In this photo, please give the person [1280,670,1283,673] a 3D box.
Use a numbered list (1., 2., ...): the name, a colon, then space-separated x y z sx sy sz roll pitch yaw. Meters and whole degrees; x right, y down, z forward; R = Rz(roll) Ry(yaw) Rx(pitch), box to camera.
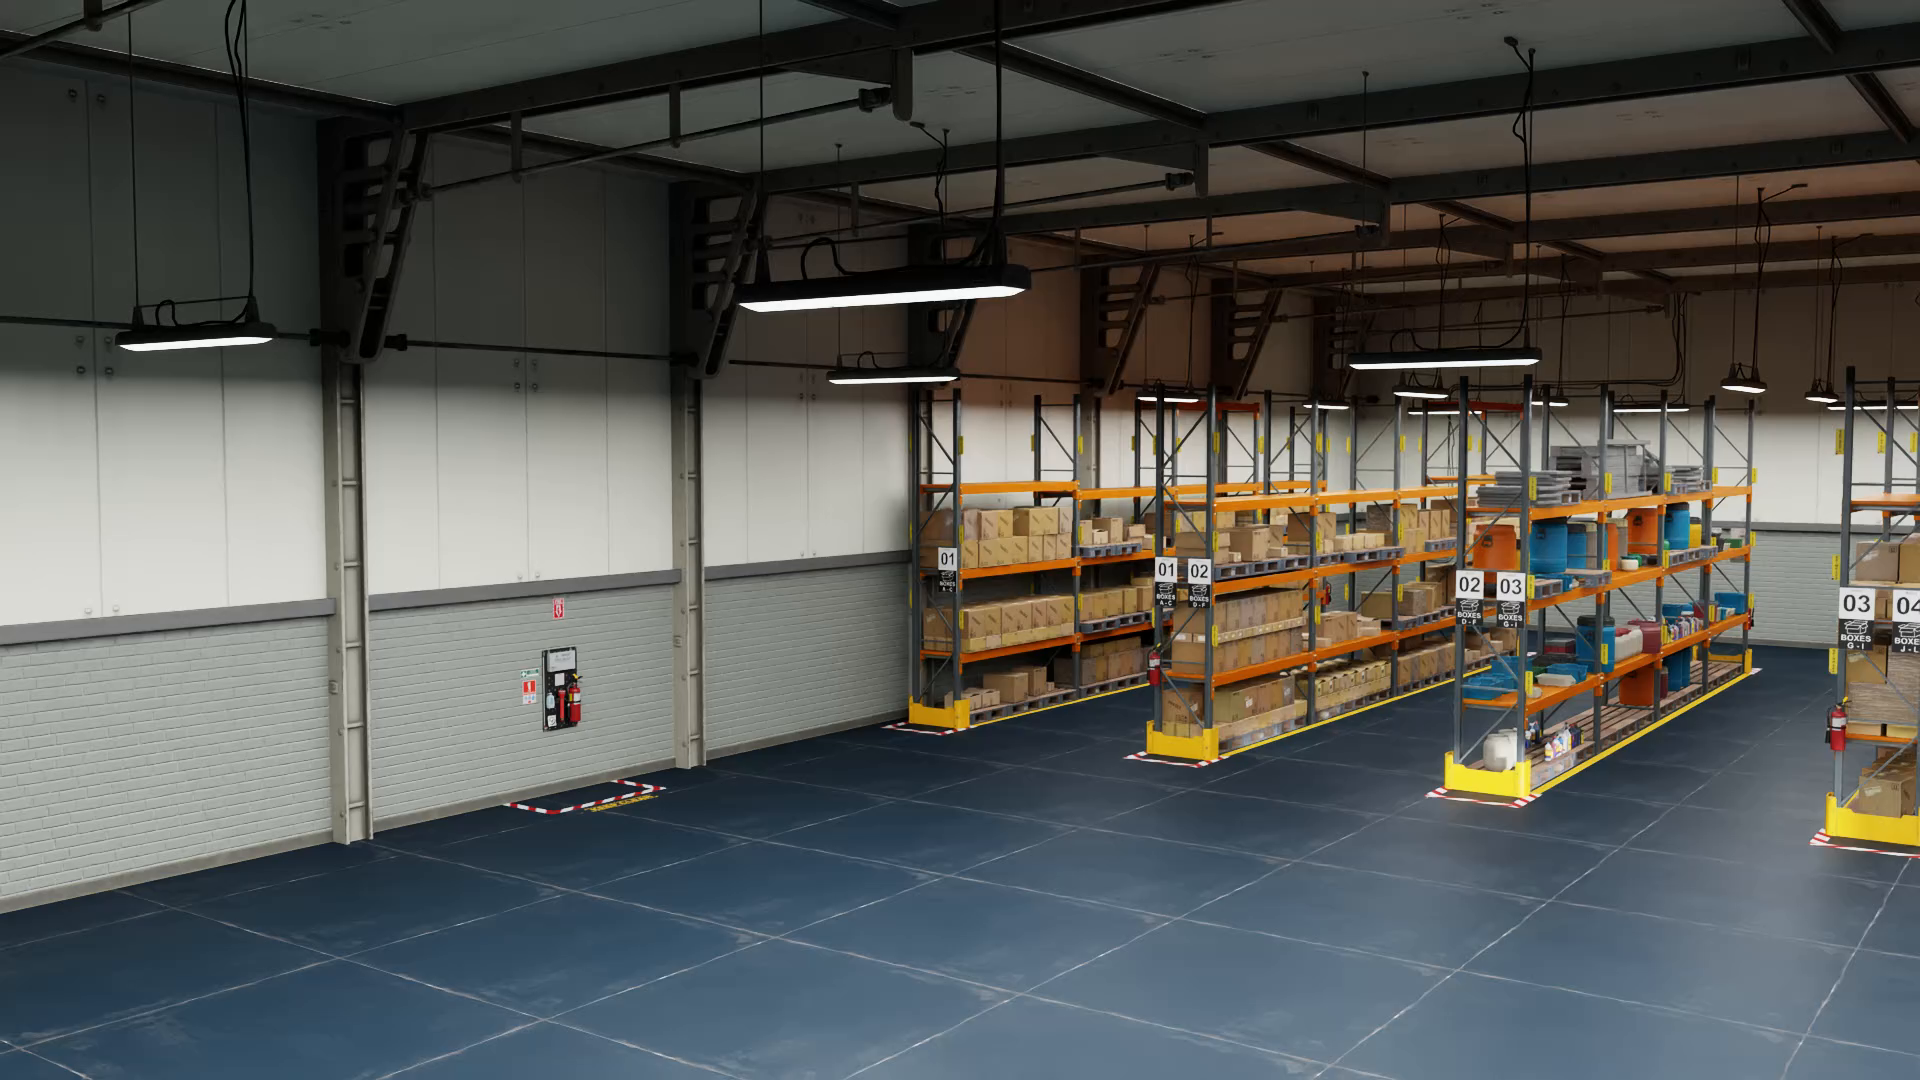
1. person: 6.389 2.229 33.964 0.691 1.688 0.627 3 4 44
